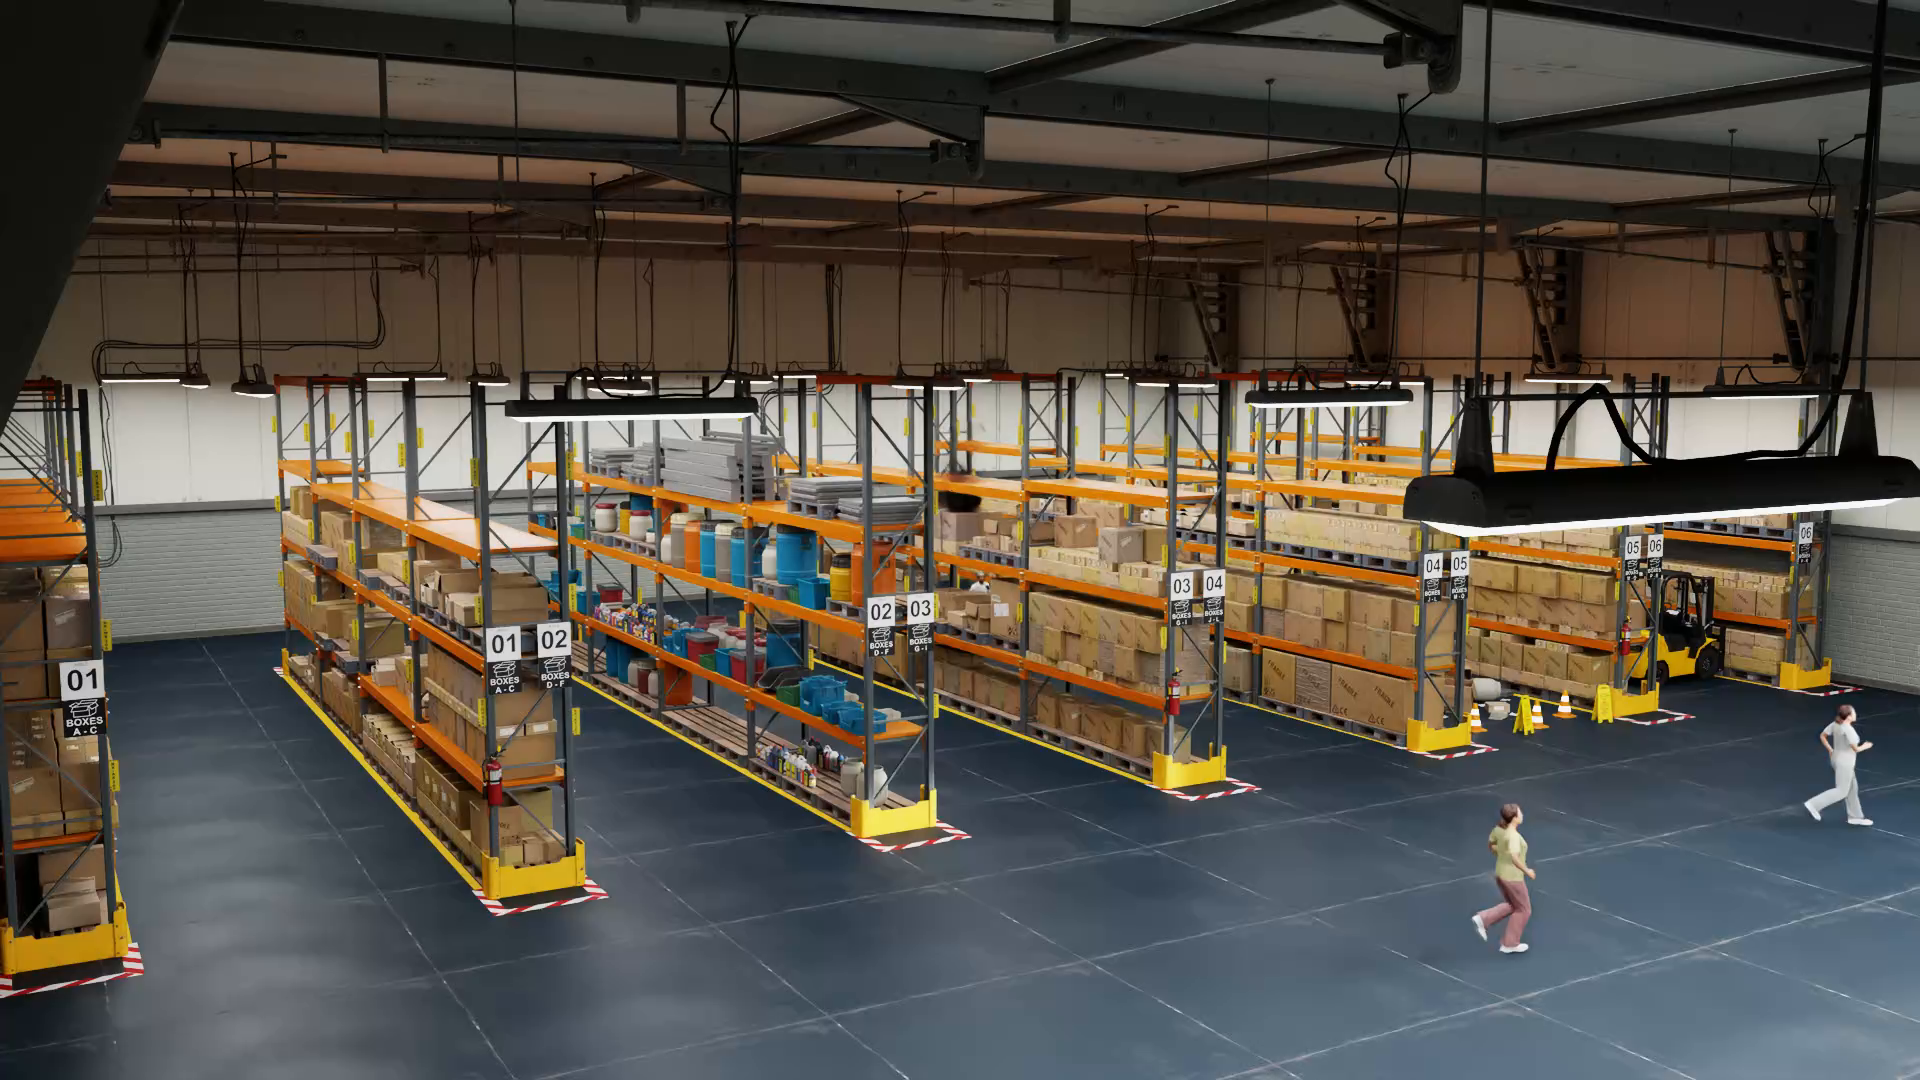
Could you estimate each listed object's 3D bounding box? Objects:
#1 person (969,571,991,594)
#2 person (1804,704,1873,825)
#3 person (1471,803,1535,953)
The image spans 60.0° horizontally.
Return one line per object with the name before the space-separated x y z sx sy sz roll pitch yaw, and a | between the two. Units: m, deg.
person | 0.468 1.498 36.684 0.576 1.696 0.707 -3 7 -26
person | 11.888 3.032 22.457 0.922 1.650 0.566 0 6 3
person | 5.779 3.590 17.680 0.596 1.624 0.624 -1 6 -8
